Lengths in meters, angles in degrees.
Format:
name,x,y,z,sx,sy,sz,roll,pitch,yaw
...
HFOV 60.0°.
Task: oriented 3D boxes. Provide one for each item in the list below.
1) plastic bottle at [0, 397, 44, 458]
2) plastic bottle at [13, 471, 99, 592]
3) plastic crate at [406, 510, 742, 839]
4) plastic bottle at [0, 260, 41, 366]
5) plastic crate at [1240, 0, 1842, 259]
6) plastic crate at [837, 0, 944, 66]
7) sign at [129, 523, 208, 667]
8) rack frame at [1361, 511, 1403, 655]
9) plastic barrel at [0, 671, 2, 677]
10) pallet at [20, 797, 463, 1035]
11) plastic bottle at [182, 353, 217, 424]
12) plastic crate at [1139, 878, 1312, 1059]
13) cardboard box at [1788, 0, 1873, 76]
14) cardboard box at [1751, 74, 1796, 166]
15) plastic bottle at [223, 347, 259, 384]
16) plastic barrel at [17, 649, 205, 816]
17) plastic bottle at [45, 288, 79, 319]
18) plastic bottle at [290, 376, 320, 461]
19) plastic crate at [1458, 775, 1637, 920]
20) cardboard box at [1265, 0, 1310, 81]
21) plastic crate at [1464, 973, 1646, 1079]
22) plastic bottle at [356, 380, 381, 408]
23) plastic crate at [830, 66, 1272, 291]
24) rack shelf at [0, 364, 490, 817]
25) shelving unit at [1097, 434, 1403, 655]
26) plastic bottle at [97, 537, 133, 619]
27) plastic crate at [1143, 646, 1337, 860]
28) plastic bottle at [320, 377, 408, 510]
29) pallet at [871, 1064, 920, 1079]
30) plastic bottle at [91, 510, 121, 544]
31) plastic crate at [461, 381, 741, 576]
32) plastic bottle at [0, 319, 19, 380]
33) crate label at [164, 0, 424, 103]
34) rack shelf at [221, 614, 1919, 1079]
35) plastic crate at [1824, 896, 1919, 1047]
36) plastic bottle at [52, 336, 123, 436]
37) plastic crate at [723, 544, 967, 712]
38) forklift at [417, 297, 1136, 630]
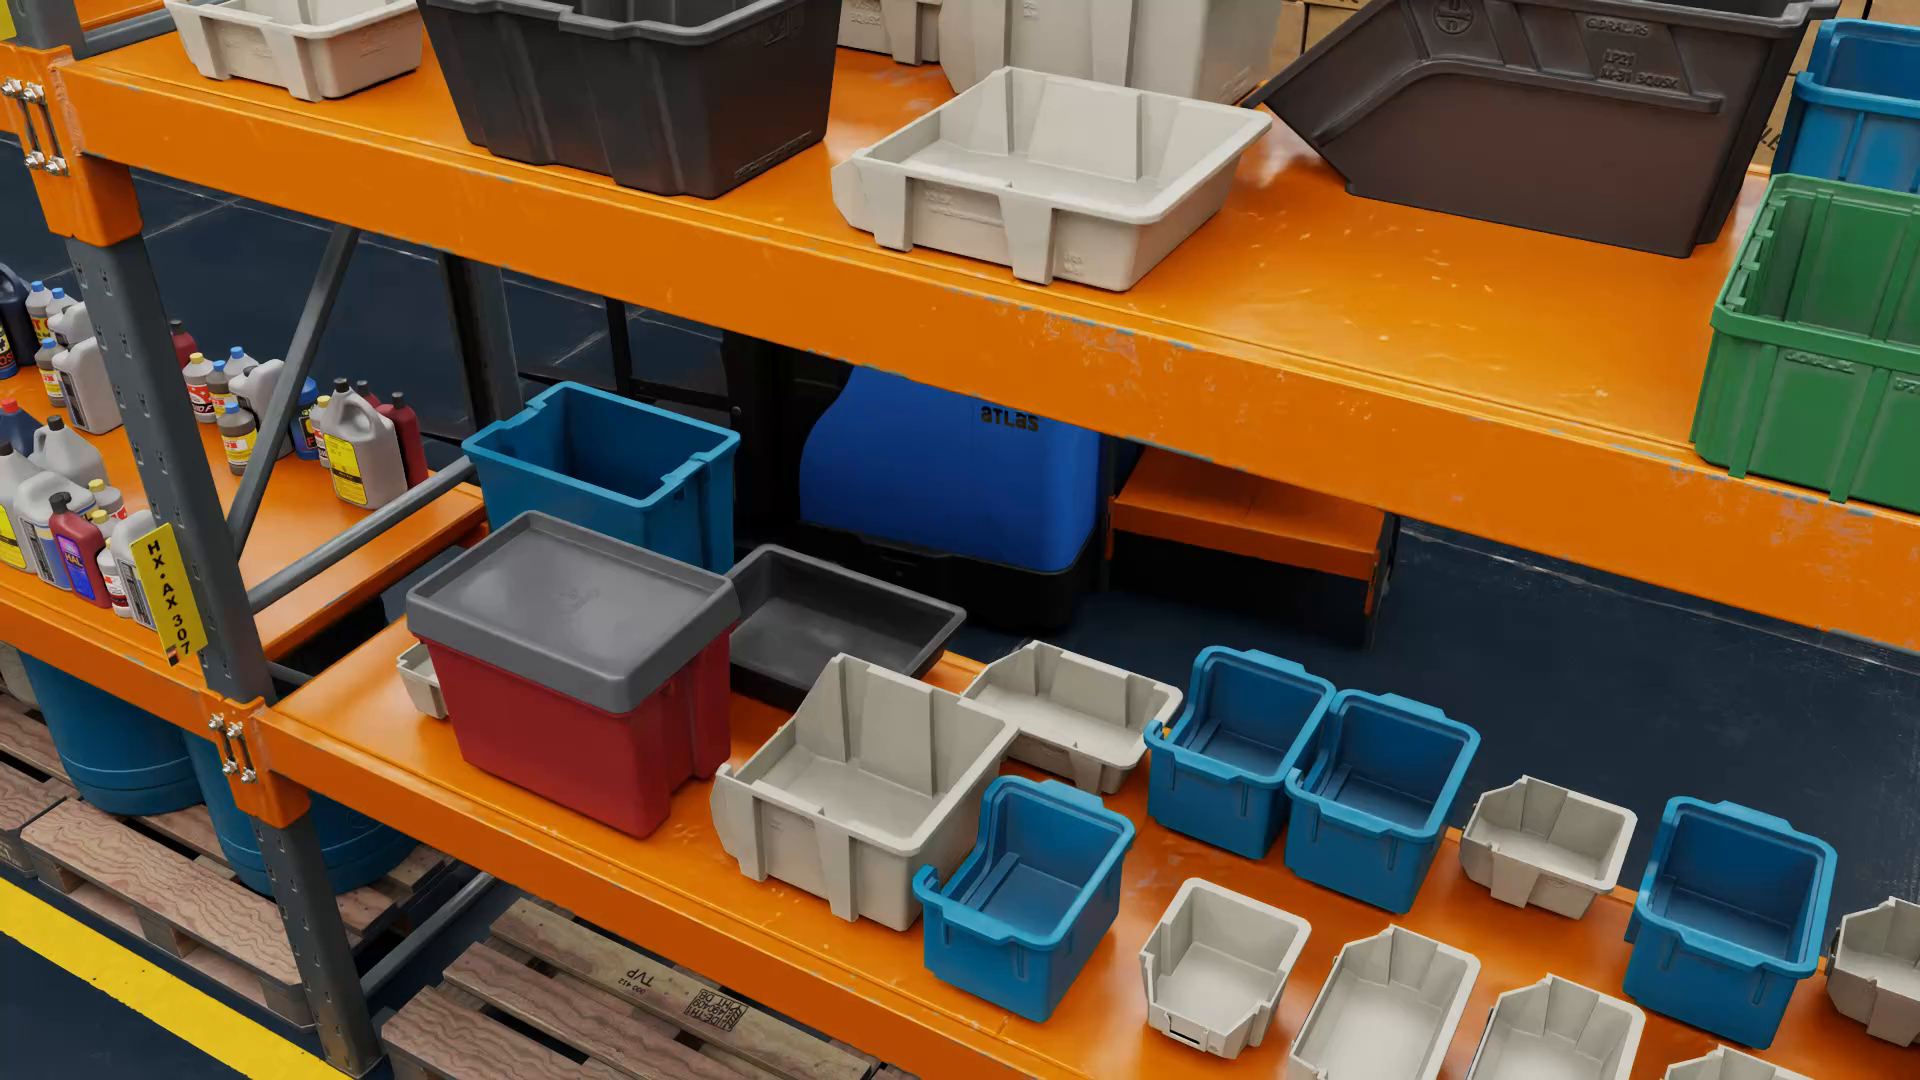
name,x,y,z,sx,sy,sz,roll,pitch,yaw
plastic bottle,-2.491,-0.222,4.422,0.185,0.351,0.144,18,37,24
plastic bottle,-2.261,-0.029,4.199,0.135,0.276,0.152,18,37,24
plastic crate,-0.791,0.287,3.500,0.583,0.464,0.402,18,37,24
plastic bottle,-2.965,-0.735,5.192,0.185,0.351,0.144,18,37,24
plastic crate,0.841,-0.702,2.448,0.767,0.338,0.504,18,37,24
plastic crate,-0.148,-0.999,3.076,0.466,0.136,0.293,18,37,24
sign,-1.716,0.122,3.611,0.005,0.325,0.100,18,37,24
rack frame,1.583,-0.179,6.004,0.032,1.125,0.500,12,36,17
plastic barrel,-3.501,0.138,5.633,0.708,0.588,0.600,18,37,24
pallet,-2.091,0.901,5.206,1.213,0.211,1.003,18,37,24
plastic bottle,-2.228,-0.455,4.906,0.097,0.201,0.097,0,34,0
plastic crate,0.469,0.796,3.032,0.250,0.136,0.298,18,37,24
cardboard box,3.078,-2.037,6.110,0.500,0.500,0.500,19,38,26
cardboard box,3.086,-1.625,6.393,0.500,0.500,0.500,18,38,25
plastic bottle,-2.059,-0.430,4.806,0.097,0.271,0.097,0,34,0
plastic barrel,-2.520,0.319,5.079,0.708,0.901,0.600,18,37,24
plastic bottle,-2.747,-0.648,5.133,0.097,0.271,0.097,0,34,0
plastic bottle,-1.858,-0.366,4.710,0.097,0.271,0.097,0,34,0
plastic crate,1.154,0.617,3.302,0.298,0.136,0.250,18,37,24
cardboard box,1.327,-2.180,7.228,0.500,0.500,0.500,19,38,26
plastic crate,0.989,0.934,2.825,0.243,0.136,0.396,18,37,24
plastic bottle,-1.664,-0.322,4.632,0.133,0.283,0.061,18,37,24
plastic crate,0.114,-0.515,2.349,0.530,0.136,0.437,18,37,24
rack shelf,-3.178,-0.278,5.110,4.000,0.370,1.077,18,37,24
shelving unit,1.108,-0.280,6.156,1.048,1.125,0.538,12,36,17
plastic bottle,-2.058,0.084,4.097,0.097,0.201,0.097,0,34,0
plastic crate,0.577,0.446,3.470,0.300,0.233,0.416,18,37,24
plastic bottle,-1.621,-0.271,4.495,0.185,0.351,0.144,18,37,24
pallet,0.280,1.652,4.079,1.213,0.211,1.003,18,37,24
plastic bottle,-2.144,0.018,4.196,0.097,0.201,0.097,0,34,0
plastic crate,-0.867,-0.081,4.126,0.575,0.384,0.392,18,37,24
plastic bottle,-2.987,-0.632,5.109,0.097,0.271,0.097,0,34,0
crate label,-1.160,-0.893,2.916,0.466,0.136,0.293,18,37,24
rack shelf,0.295,0.822,3.458,4.000,0.370,1.077,18,37,24
plastic crate,1.743,0.803,3.021,0.298,0.136,0.250,18,37,24
plastic bottle,-2.534,-0.468,4.858,0.135,0.276,0.152,18,37,24
plastic crate,-0.336,0.241,3.876,0.590,0.125,0.437,18,37,24
forklift,-0.842,-1.392,6.196,3.031,2.935,1.130,12,36,17
